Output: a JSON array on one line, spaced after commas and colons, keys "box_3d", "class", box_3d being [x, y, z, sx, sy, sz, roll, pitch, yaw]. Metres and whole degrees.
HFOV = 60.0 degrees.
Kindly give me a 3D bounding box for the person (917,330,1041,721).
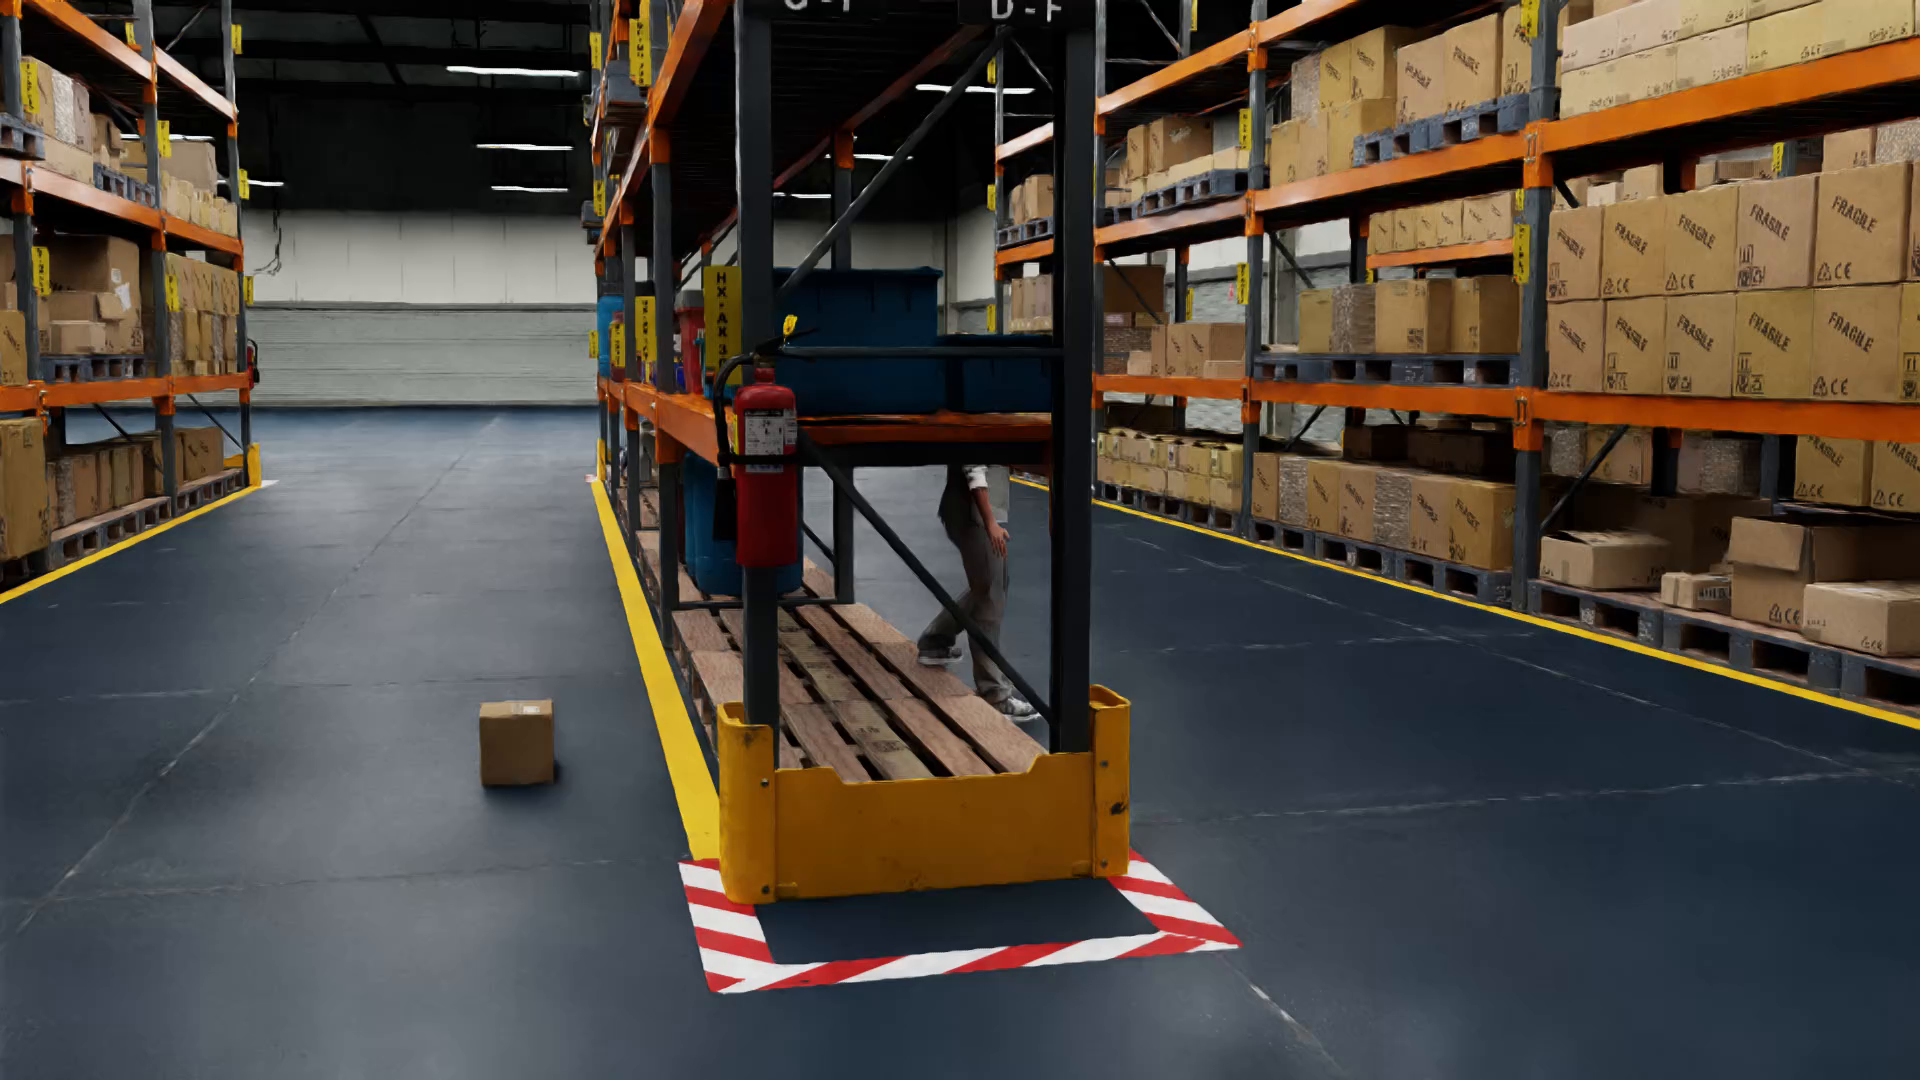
[{"box_3d": [0.087, -0.062, 6.797, 0.517, 1.580, 0.601, -1, 6, -5], "class": "person"}]
